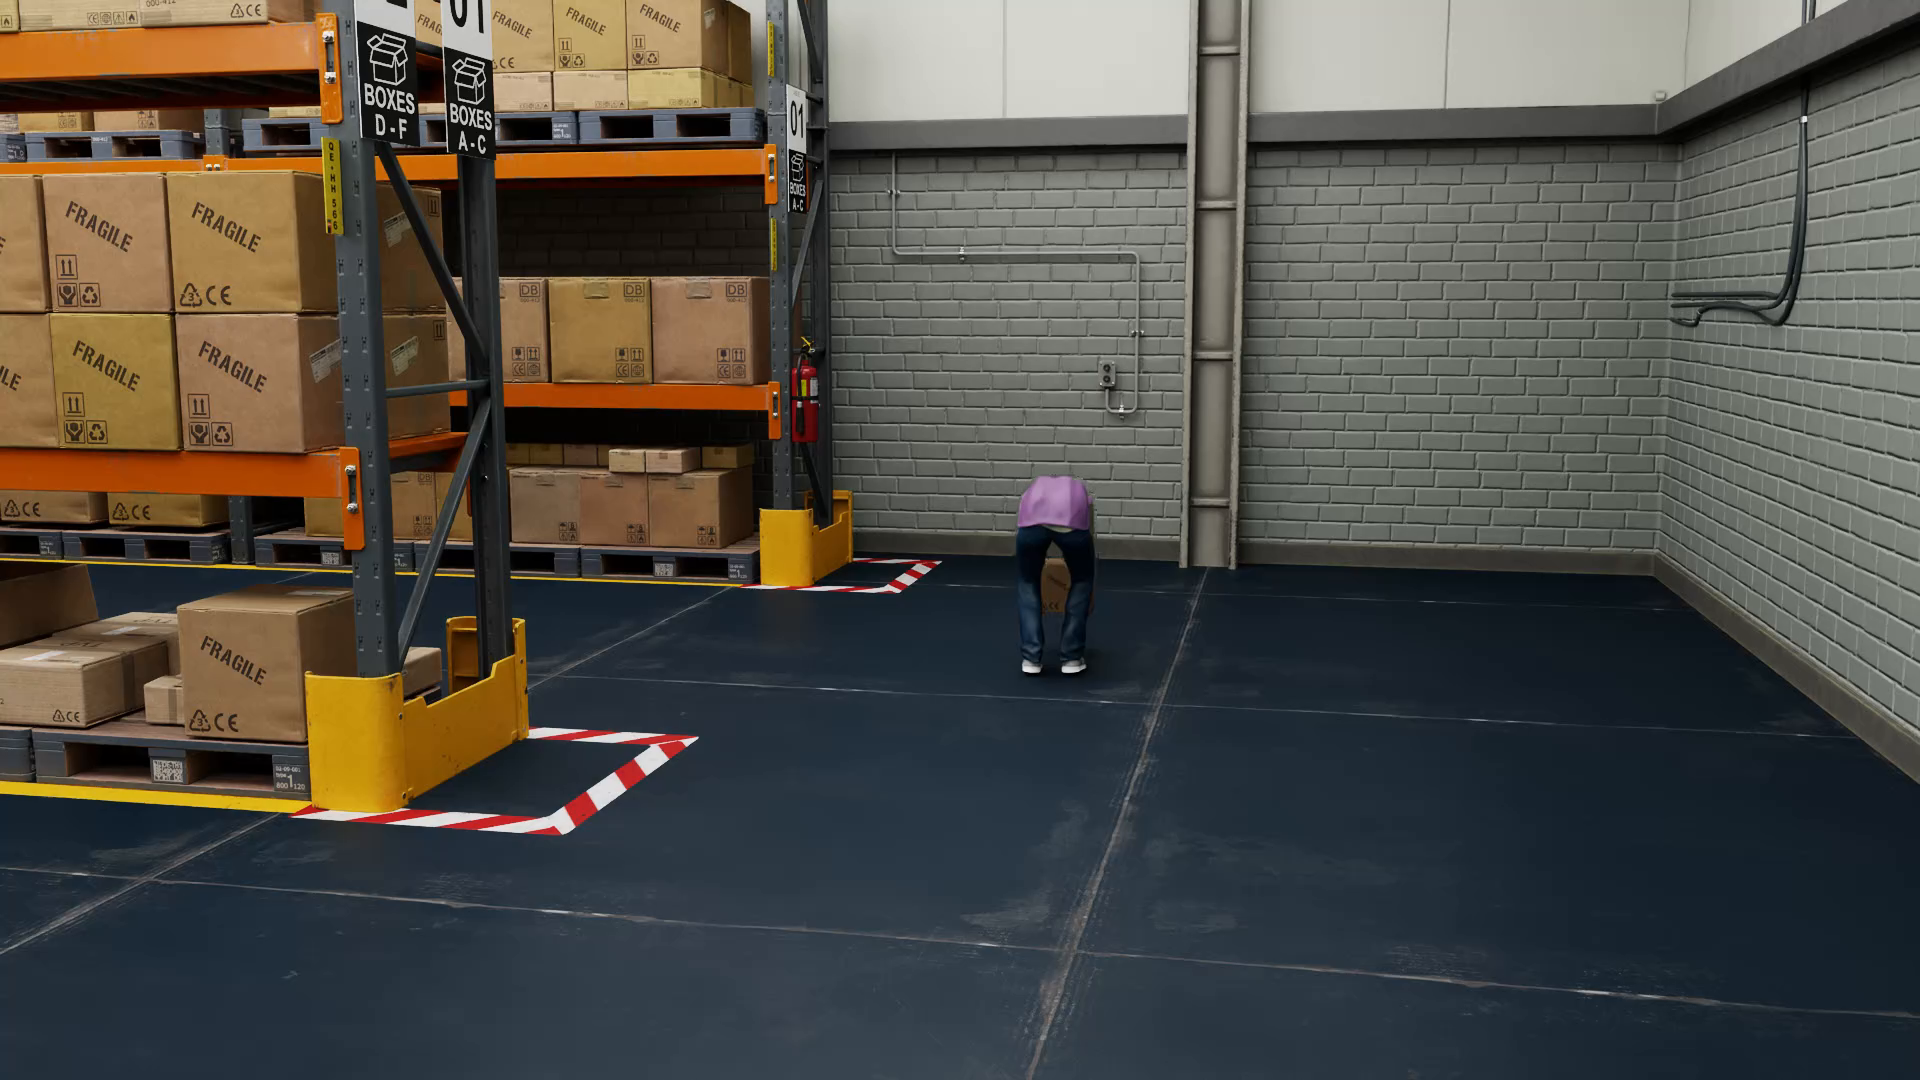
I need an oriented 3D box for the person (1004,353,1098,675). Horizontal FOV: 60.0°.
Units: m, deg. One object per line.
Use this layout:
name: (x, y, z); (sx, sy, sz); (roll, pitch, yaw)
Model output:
person: (0.451, -0.120, 8.209); (0.469, 1.590, 0.348); (1, 8, 9)
